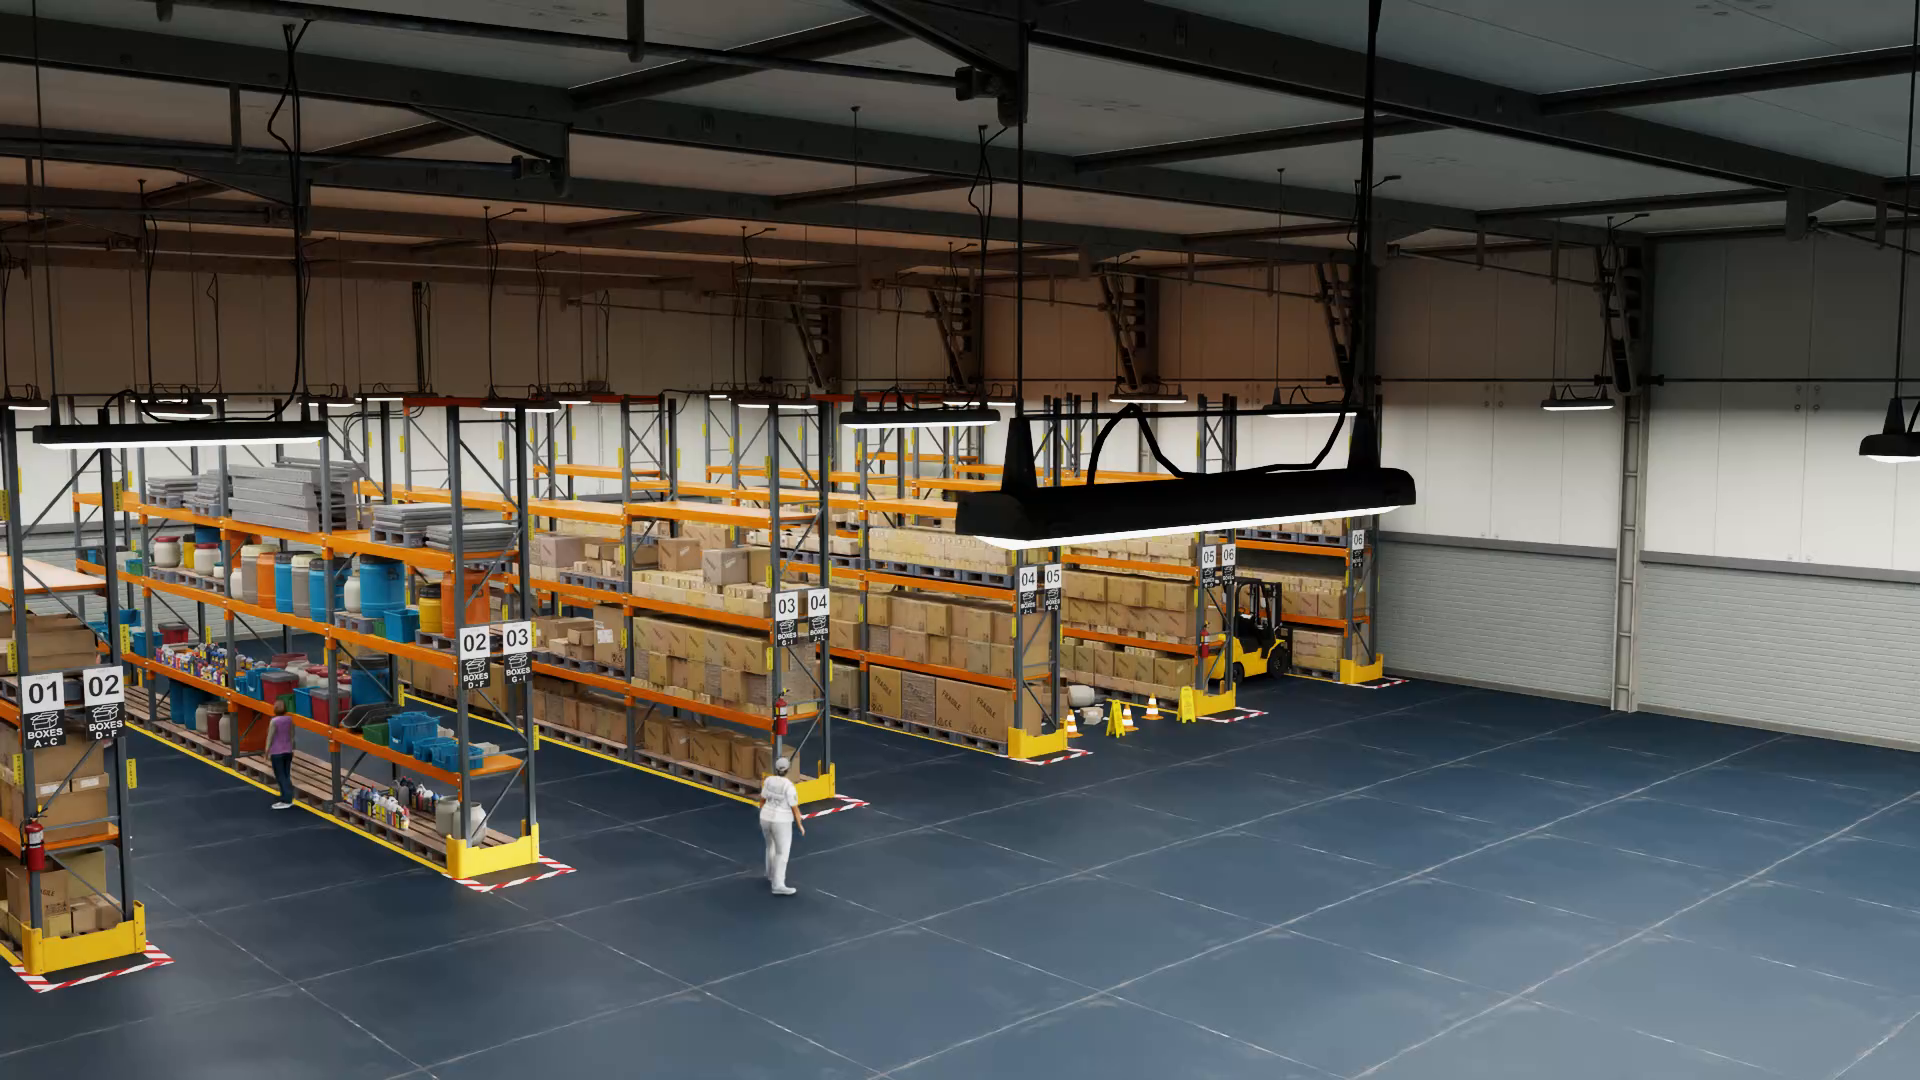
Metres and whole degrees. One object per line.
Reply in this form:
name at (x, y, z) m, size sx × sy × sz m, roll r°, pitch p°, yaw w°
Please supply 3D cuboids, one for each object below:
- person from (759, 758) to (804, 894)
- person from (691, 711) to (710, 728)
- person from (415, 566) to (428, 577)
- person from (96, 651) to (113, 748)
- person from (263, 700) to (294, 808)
person at (-2.251, 3.527, 20.644) m, size 0.691 × 1.685 × 0.559 m, roll 5°, pitch 8°, yaw 43°
person at (-4.564, 2.651, 29.458) m, size 0.484 × 1.646 × 0.507 m, roll -1°, pitch 6°, yaw -10°
person at (-13.355, 1.469, 41.277) m, size 0.710 × 1.722 × 1.048 m, roll -4°, pitch 7°, yaw -35°
person at (-14.799, 2.728, 28.560) m, size 0.504 × 1.673 × 0.395 m, roll 3°, pitch 6°, yaw 28°
person at (-10.025, 3.175, 24.520) m, size 0.361 × 1.630 × 0.520 m, roll 3°, pitch 6°, yaw 25°
